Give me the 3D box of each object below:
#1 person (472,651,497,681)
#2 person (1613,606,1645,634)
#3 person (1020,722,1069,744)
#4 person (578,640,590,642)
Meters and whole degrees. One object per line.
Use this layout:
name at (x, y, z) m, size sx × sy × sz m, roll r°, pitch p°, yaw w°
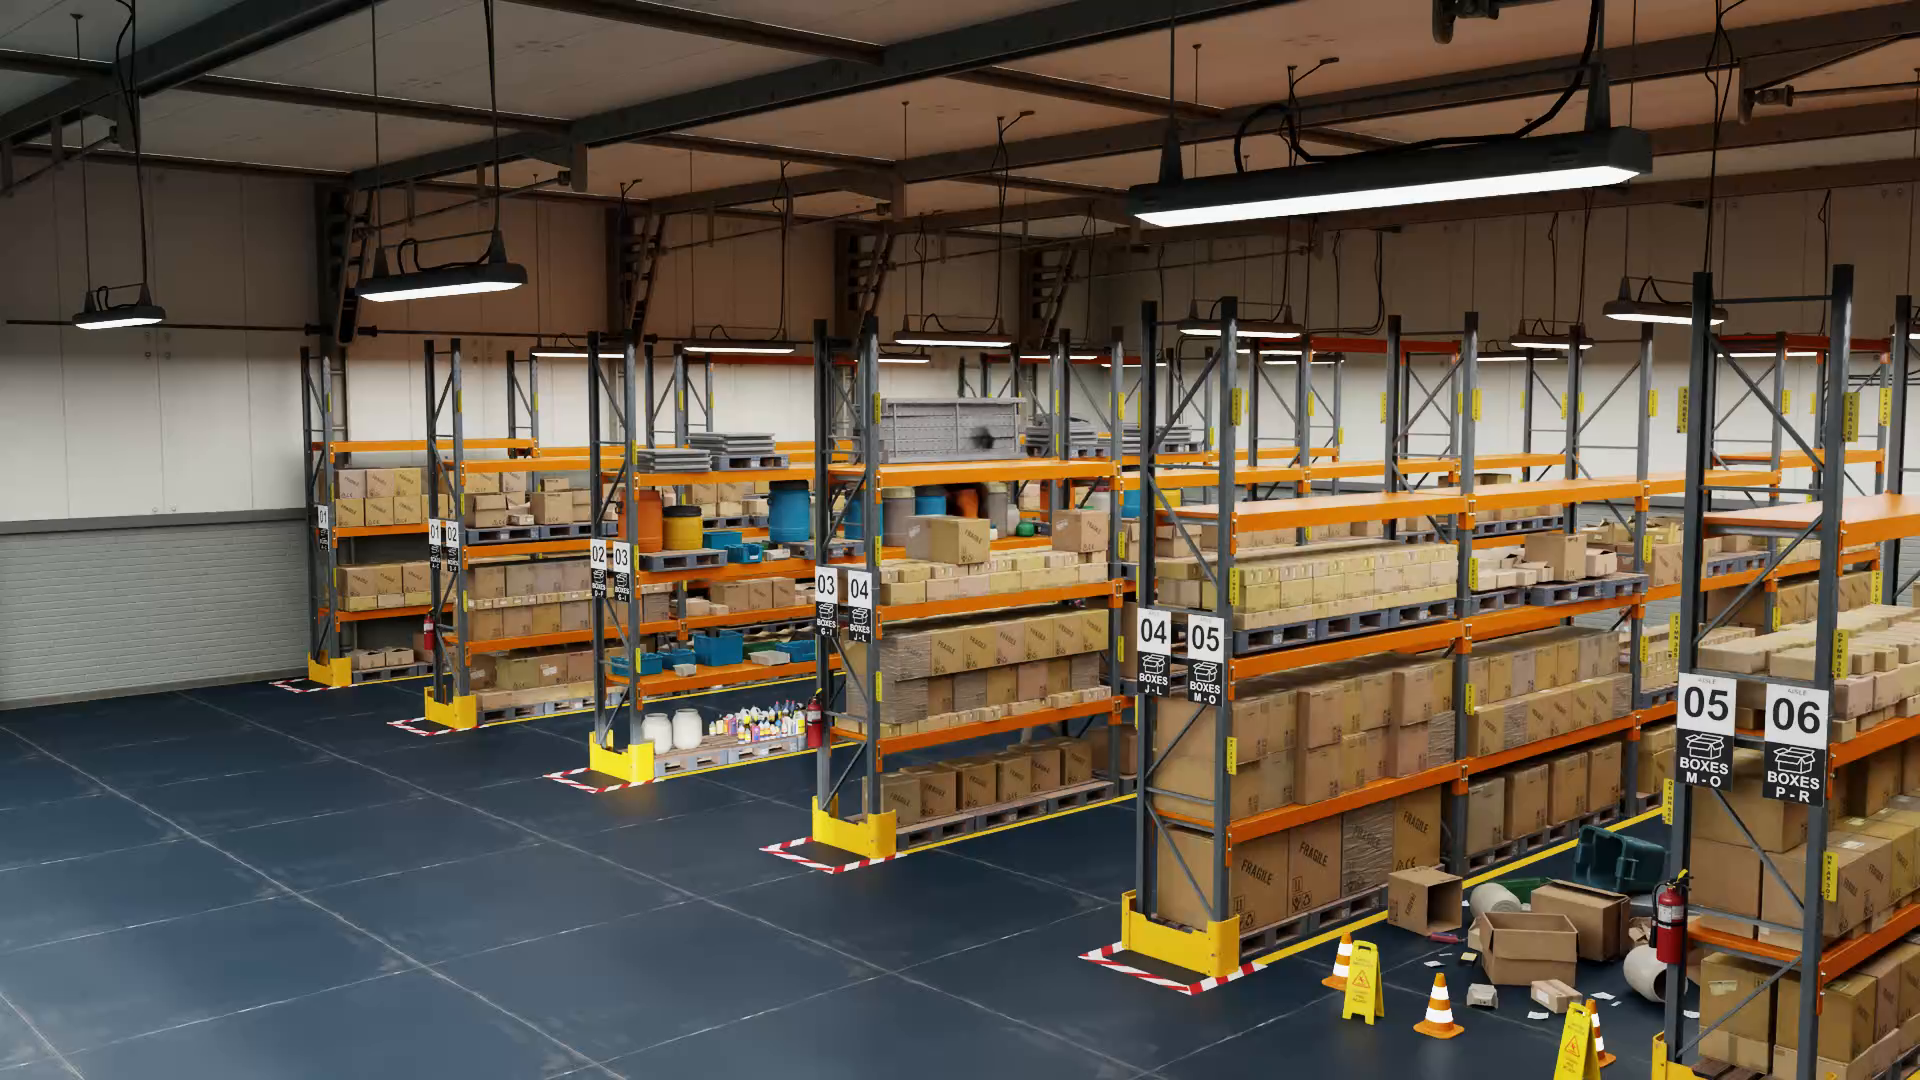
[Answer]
person at (-8.076, 1.876, 28.222) m, size 0.555 × 1.739 × 0.754 m, roll 5°, pitch 7°, yaw 45°
person at (11.363, 1.912, 28.246) m, size 0.580 × 1.630 × 0.675 m, roll 3°, pitch 6°, yaw 29°
person at (1.144, 2.223, 23.315) m, size 0.987 × 1.726 × 0.665 m, roll -4°, pitch 6°, yaw -39°
person at (-6.651, 1.674, 29.820) m, size 0.710 × 1.776 × 0.935 m, roll 5°, pitch 7°, yaw 44°
